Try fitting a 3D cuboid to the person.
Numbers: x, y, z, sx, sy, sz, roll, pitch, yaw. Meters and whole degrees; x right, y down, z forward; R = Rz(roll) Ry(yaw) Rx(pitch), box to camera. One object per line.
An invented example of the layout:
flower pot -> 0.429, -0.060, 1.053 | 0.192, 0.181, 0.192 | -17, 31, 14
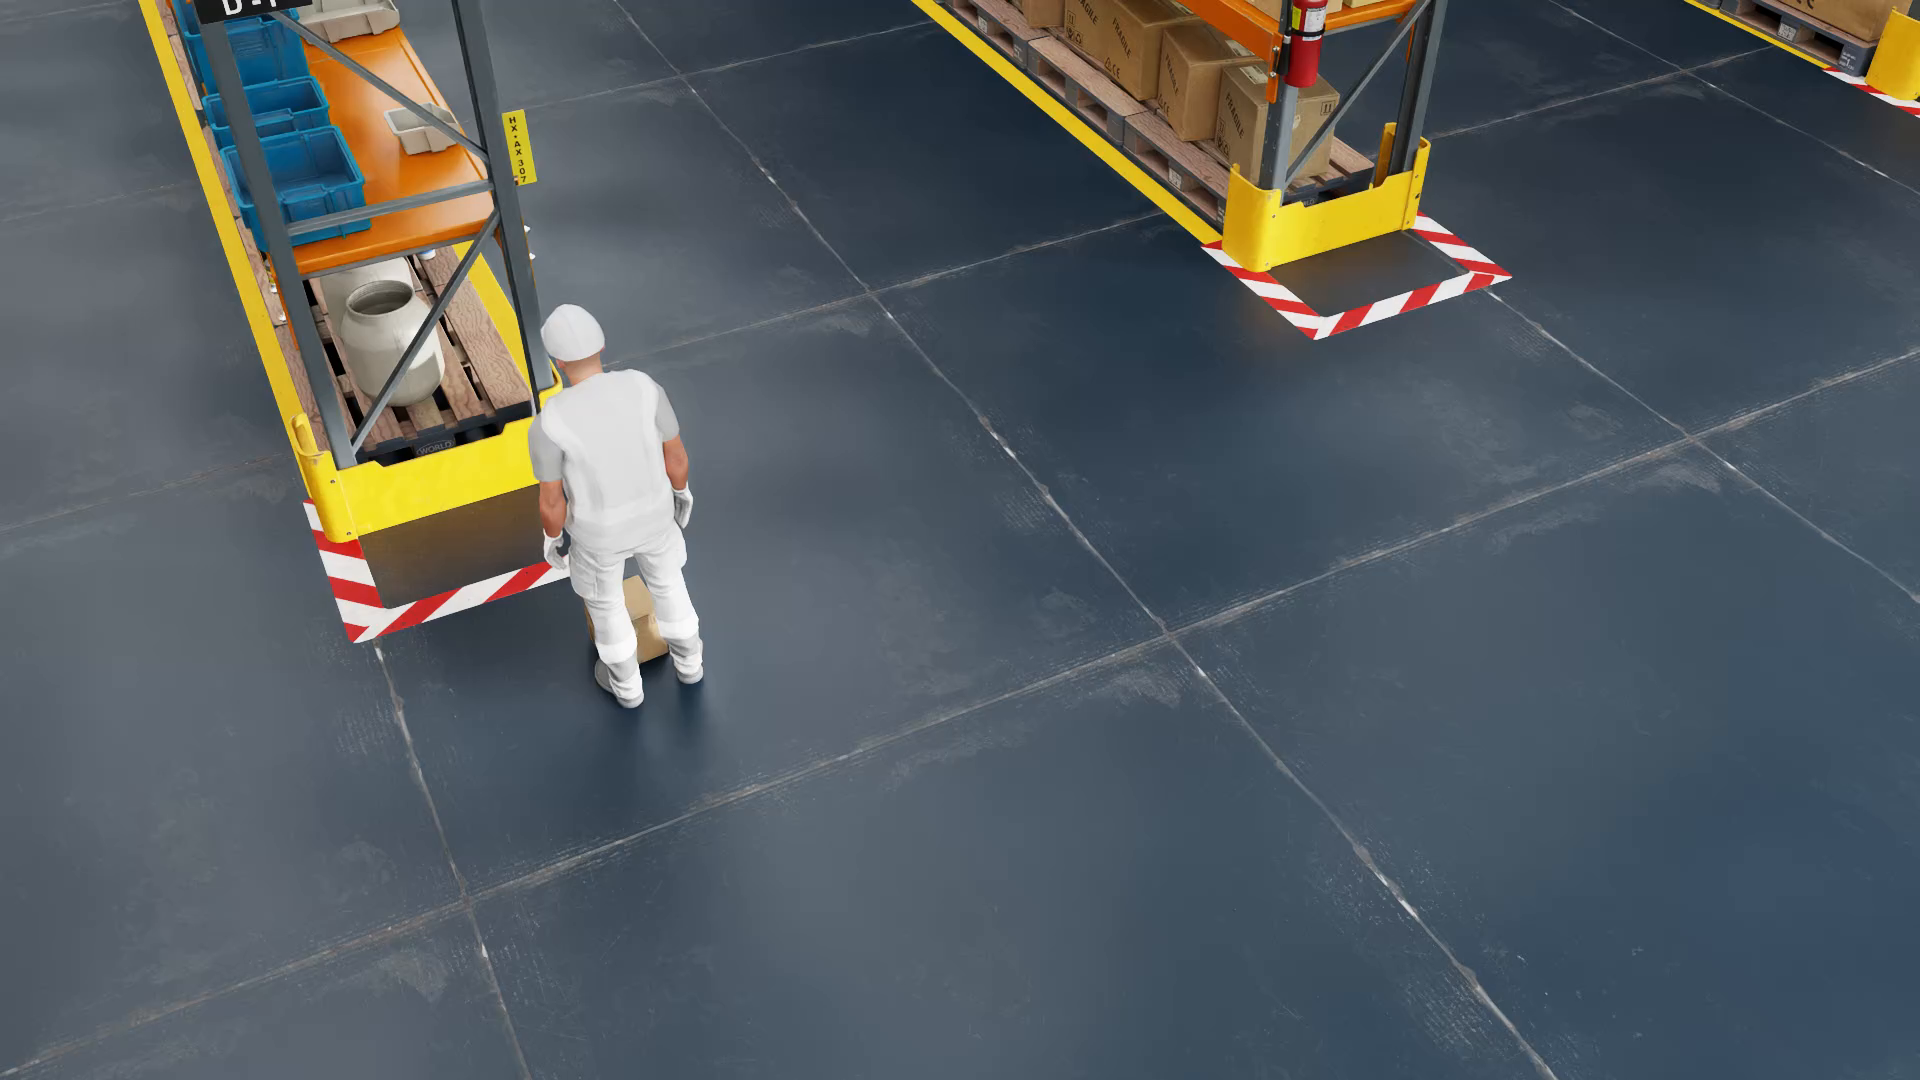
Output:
person -> -1.290, -0.094, 6.257 | 0.607, 1.777, 0.454 | -21, 45, -22
